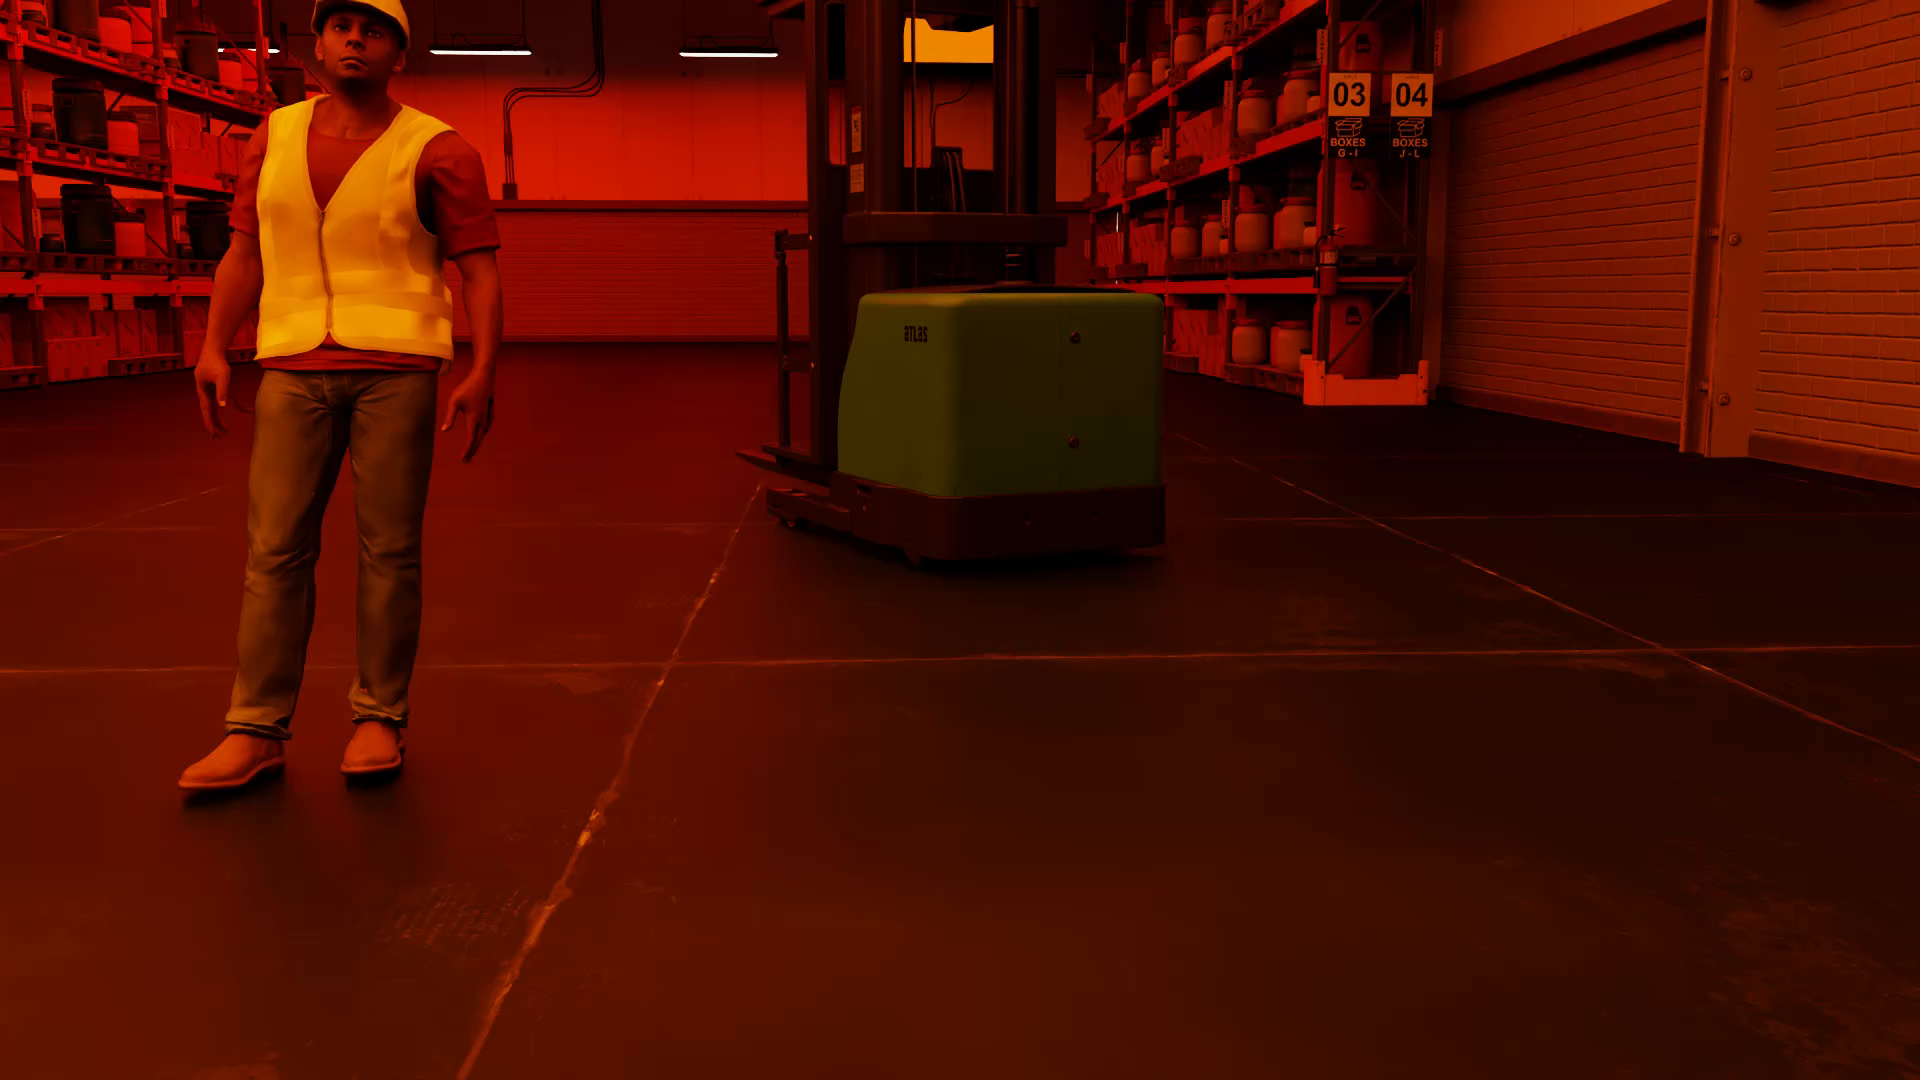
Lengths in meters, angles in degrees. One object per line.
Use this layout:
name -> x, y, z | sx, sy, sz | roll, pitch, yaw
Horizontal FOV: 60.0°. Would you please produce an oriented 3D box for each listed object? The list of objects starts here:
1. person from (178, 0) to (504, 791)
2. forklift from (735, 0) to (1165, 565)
person -> -1.367, -0.360, 3.674 | 0.666, 1.765, 0.578 | 0, 8, 0
forklift -> -0.264, -1.530, 7.637 | 1.130, 2.935, 3.031 | -4, 9, -25
